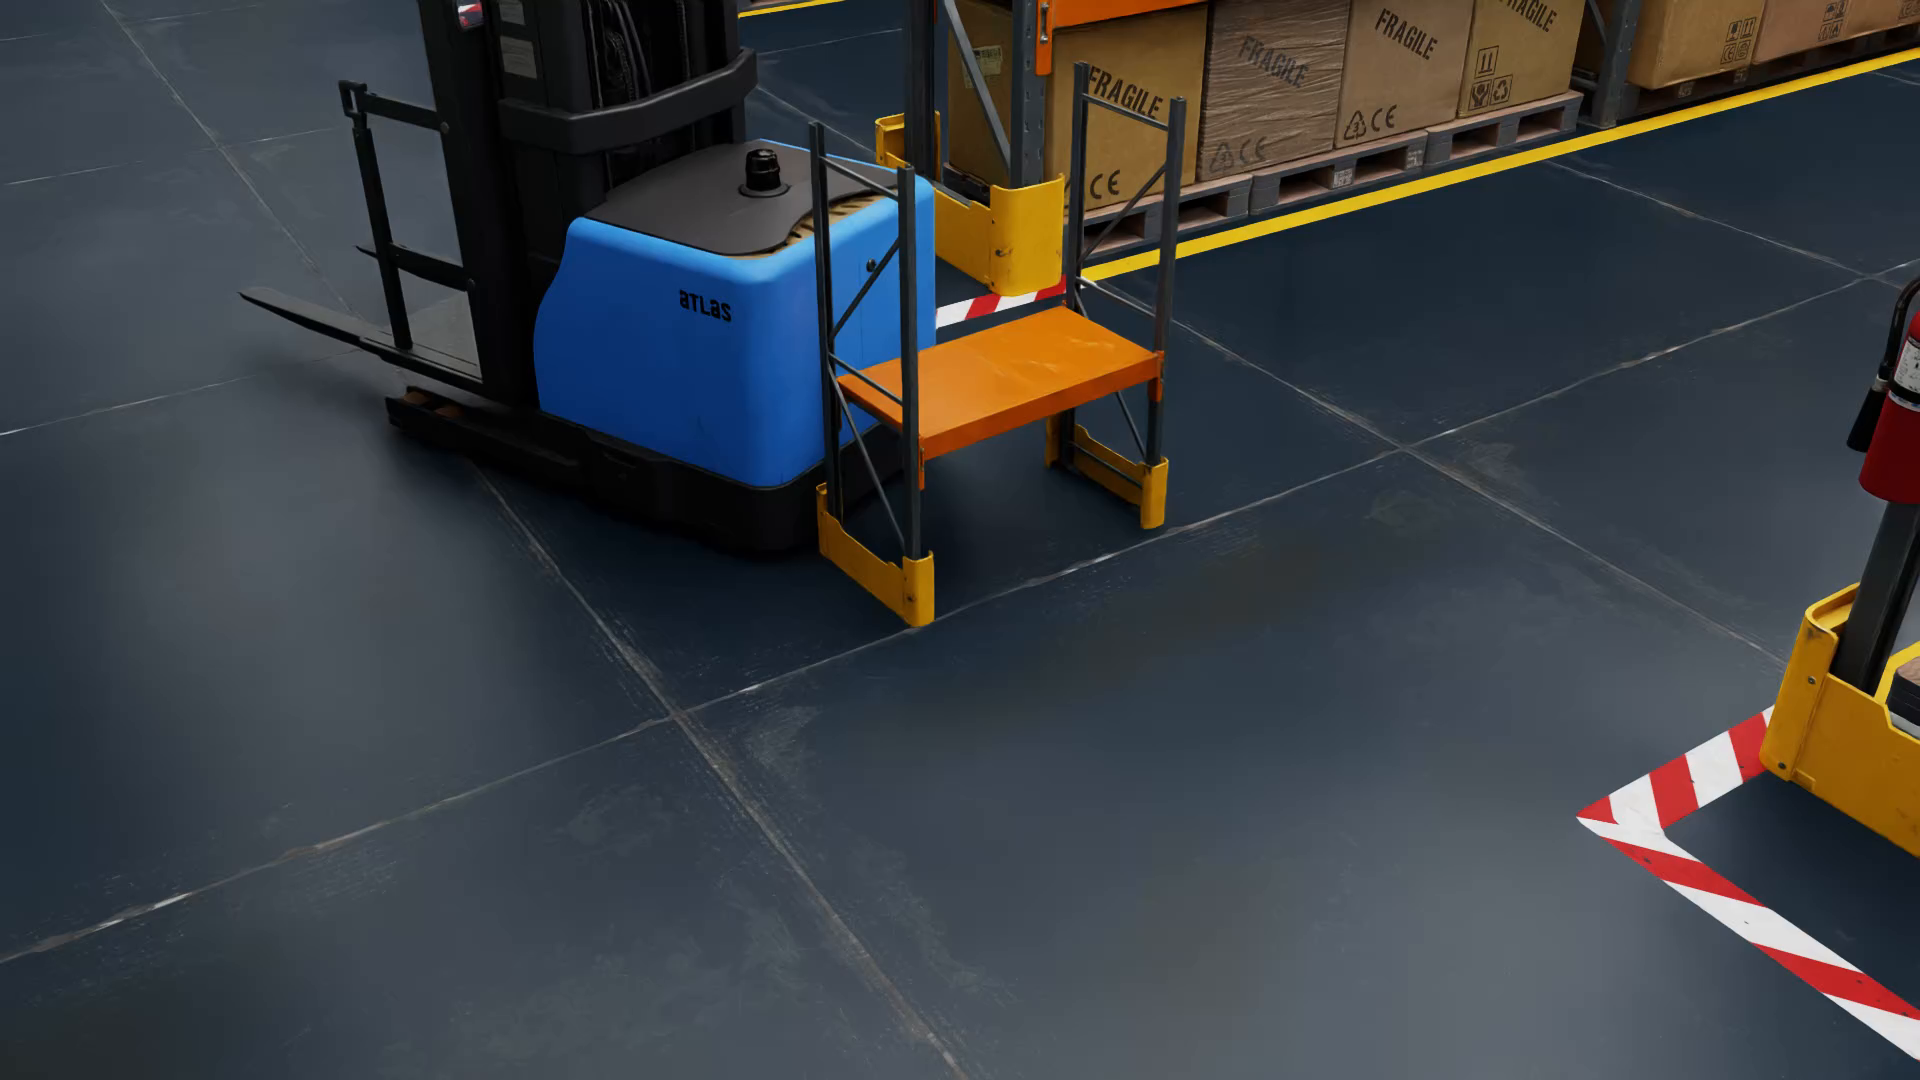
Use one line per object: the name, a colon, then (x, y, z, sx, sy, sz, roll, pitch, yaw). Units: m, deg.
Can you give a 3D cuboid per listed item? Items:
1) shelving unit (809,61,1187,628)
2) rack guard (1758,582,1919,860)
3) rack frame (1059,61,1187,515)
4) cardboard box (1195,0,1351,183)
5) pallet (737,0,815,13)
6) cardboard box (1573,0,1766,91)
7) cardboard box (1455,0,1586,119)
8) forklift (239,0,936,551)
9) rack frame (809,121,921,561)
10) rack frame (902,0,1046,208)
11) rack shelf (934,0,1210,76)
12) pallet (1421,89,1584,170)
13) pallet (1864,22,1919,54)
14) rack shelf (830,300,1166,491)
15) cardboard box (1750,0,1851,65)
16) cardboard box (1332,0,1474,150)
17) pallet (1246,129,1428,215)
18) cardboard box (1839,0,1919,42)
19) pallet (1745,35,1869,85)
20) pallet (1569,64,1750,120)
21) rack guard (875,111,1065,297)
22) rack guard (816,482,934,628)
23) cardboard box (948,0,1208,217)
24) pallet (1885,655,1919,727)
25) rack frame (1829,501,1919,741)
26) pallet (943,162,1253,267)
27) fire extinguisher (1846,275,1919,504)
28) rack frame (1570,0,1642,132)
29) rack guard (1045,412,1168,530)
shelving unit: (0.116, -0.647, 5.370, 1.083, 1.500, 0.587, -22, 38, -30)
rack guard: (2.719, 0.625, 4.291, 0.348, 0.500, 1.175, -19, 37, -27)
rack frame: (0.532, -0.812, 5.631, 0.032, 1.500, 0.500, -22, 38, -30)
cardboard box: (1.308, -2.429, 8.387, 0.875, 0.875, 0.875, -19, 37, -27)
pallet: (-1.788, -3.981, 11.864, 1.213, 0.211, 1.003, -19, 37, -27)
cardboard box: (3.938, -3.296, 9.761, 0.875, 0.875, 1.225, -19, 37, -27)
cardboard box: (2.813, -2.947, 9.208, 0.875, 0.875, 0.875, -19, 37, -27)
forklift: (-1.584, -1.797, 5.852, 3.031, 2.935, 1.130, 19, 37, 28)
rack frame: (-0.284, -0.488, 5.117, 0.032, 1.500, 0.500, -22, 38, -30)
rack frame: (0.049, -2.666, 7.165, 0.127, 3.000, 1.000, -19, 37, -27)
rack shelf: (1.730, -2.940, 8.274, 4.000, 0.370, 1.077, -19, 37, -27)
pallet: (2.729, -2.459, 9.450, 1.213, 0.211, 1.003, -19, 37, -27)
pallet: (6.069, -3.605, 11.268, 1.213, 0.211, 1.003, -19, 37, -27)
rack shelf: (0.124, -0.498, 5.470, 1.000, 0.185, 0.538, -22, 38, -30)
cardboard box: (4.688, -3.554, 10.171, 0.875, 0.875, 1.225, -20, 38, -29)
cardboard box: (2.056, -2.687, 8.795, 0.875, 0.875, 0.875, -19, 37, -27)
pallet: (1.703, -2.104, 8.887, 1.213, 0.211, 1.003, -19, 37, -27)
cardboard box: (5.428, -3.814, 10.582, 0.875, 0.875, 1.225, -19, 37, -27)
pallet: (5.045, -3.255, 10.712, 1.213, 0.211, 1.003, -19, 37, -27)
pallet: (4.018, -2.900, 10.150, 1.213, 0.211, 1.003, -19, 37, -27)
rack guard: (0.028, -1.602, 7.821, 0.348, 0.500, 1.175, -19, 37, -27)
rack guard: (-0.283, 0.041, 5.451, 0.087, 0.250, 0.587, -22, 38, -30)
cardboard box: (0.543, -2.166, 7.970, 0.875, 0.875, 0.875, -19, 37, -27)
pallet: (3.446, 0.513, 4.739, 1.213, 0.211, 1.003, -19, 37, -27)
rack frame: (2.732, -0.445, 3.644, 0.127, 3.000, 1.000, -19, 37, -27)
pallet: (0.678, -1.753, 8.331, 1.213, 0.211, 1.003, -19, 37, -27)
fire extinguisher: (2.359, -0.415, 4.019, 0.183, 0.674, 0.296, -19, 37, -27)
rack frame: (3.411, -3.823, 8.998, 0.127, 3.000, 1.000, -19, 37, -27)
rack guard: (0.516, -0.277, 5.955, 0.087, 0.250, 0.587, -22, 38, -30)
